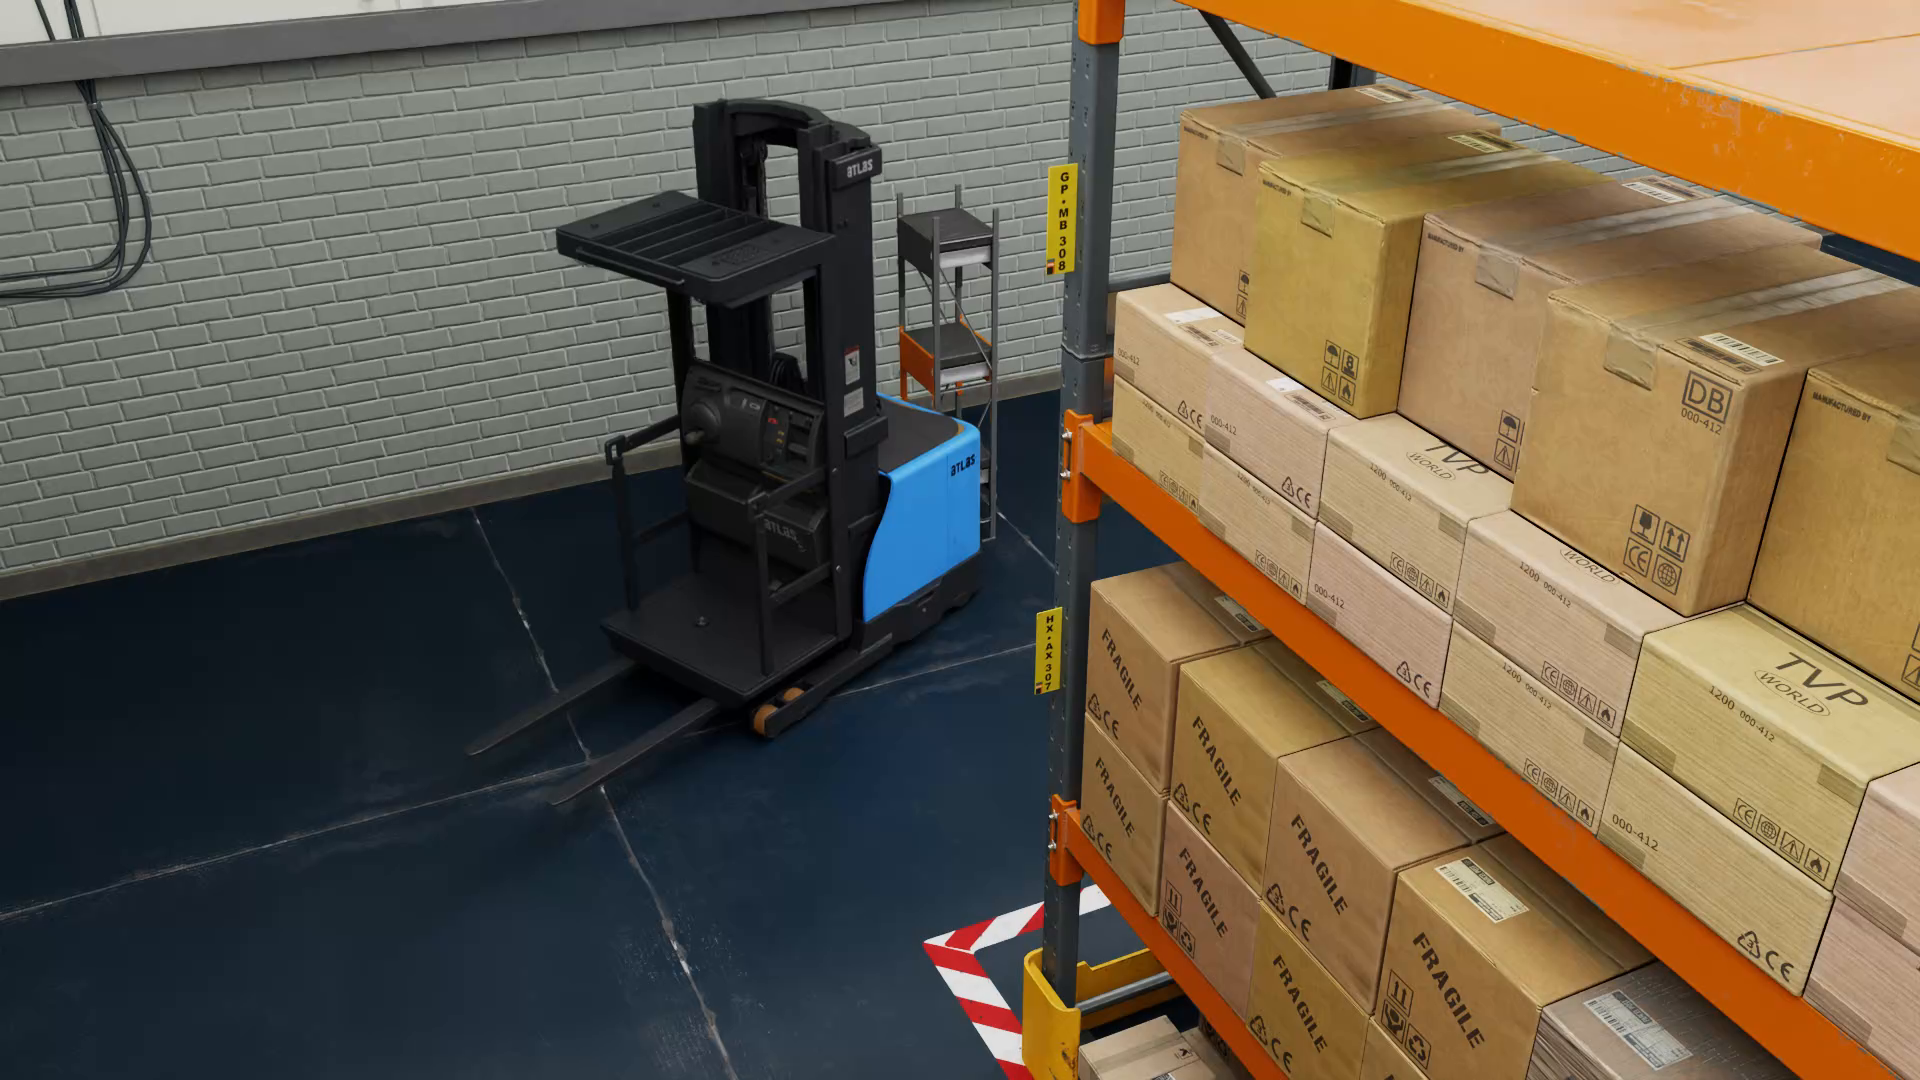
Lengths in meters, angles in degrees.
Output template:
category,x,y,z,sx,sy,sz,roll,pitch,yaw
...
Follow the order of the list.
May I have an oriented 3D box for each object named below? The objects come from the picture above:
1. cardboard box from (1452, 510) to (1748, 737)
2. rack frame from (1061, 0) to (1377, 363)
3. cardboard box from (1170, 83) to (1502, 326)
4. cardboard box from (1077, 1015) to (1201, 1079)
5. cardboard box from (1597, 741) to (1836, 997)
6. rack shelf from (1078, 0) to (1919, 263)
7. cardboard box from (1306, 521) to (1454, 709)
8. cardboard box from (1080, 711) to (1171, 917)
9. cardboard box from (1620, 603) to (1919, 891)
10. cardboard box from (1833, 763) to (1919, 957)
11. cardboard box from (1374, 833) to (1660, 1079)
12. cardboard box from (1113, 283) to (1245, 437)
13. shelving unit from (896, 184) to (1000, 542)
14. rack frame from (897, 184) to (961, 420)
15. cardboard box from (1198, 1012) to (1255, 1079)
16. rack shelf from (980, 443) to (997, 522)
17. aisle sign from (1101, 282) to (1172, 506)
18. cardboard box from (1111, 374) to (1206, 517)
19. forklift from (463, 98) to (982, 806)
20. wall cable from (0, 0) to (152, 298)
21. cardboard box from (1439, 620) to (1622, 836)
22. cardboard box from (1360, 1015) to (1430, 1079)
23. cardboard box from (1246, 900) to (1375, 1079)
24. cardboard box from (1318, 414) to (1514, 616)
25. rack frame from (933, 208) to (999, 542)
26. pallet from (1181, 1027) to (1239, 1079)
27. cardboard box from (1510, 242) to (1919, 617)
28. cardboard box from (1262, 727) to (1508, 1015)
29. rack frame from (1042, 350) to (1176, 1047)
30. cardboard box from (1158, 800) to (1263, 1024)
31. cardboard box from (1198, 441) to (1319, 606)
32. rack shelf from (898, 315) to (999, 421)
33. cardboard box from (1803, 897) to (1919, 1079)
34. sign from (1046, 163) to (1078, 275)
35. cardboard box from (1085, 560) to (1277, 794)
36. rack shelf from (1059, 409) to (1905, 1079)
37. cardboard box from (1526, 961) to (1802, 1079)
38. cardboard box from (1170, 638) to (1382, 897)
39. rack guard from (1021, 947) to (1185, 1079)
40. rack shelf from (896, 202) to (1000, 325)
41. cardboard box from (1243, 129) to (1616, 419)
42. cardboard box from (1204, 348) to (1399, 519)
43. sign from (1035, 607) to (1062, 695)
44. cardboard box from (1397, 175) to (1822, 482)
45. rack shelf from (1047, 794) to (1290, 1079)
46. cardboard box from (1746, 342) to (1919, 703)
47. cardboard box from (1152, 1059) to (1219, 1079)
category,x,y,z,sx,sy,sz,roll,pitch,yaw
cardboard box,1.416,0.123,3.512,0.500,0.250,0.500,-13,32,-22
rack frame,0.791,-1.978,4.549,1.000,3.000,0.127,-13,32,-22
cardboard box,1.026,-0.926,4.616,0.700,0.500,0.500,-13,32,-22
cardboard box,0.660,1.948,6.148,0.380,0.149,0.250,-13,32,-22
cardboard box,1.632,0.562,3.241,0.500,0.250,0.500,-13,32,-22
rack shelf,1.649,-0.779,3.151,1.077,0.370,4.000,-13,32,-22
cardboard box,1.201,0.120,4.028,0.500,0.250,0.500,-13,32,-22
cardboard box,0.743,0.847,5.544,0.500,0.500,0.500,-12,32,-21
cardboard box,1.630,0.344,3.118,0.500,0.250,0.500,-13,32,-22
cardboard box,1.842,0.565,2.723,0.500,0.250,0.500,-13,32,-22
cardboard box,1.404,1.086,4.095,0.500,0.500,0.500,-13,32,-22
cardboard box,0.776,-0.541,4.695,0.500,0.250,0.500,-13,32,-22
shelving unit,-0.071,-0.989,9.840,0.431,2.100,0.503,-13,32,-22
rack frame,-0.176,-1.097,10.032,0.400,2.100,0.015,-13,32,-22
cardboard box,1.247,1.726,6.184,0.500,0.500,0.500,-13,32,-22
rack shelf,-0.071,-0.367,10.189,0.431,0.518,0.480,-13,32,-22
aisle sign,0.496,-0.464,5.325,0.394,0.787,0.004,-13,32,-22
cardboard box,0.782,-0.324,4.820,0.500,0.250,0.500,-13,32,-22
forklift,-1.181,-0.550,8.207,1.130,2.935,3.031,21,36,33
wall cable,-5.787,-2.155,8.040,3.097,2.526,0.112,-13,32,-22
cardboard box,1.421,0.340,3.636,0.500,0.250,0.500,-13,32,-22
cardboard box,1.395,1.517,4.349,0.500,0.500,0.500,-13,32,-21
cardboard box,1.182,1.296,4.743,0.500,0.500,0.500,-13,32,-22
cardboard box,1.205,-0.099,3.907,0.500,0.250,0.500,-13,32,-22
rack frame,0.034,-0.881,9.648,0.400,2.100,0.015,-13,32,-22
pallet,1.167,2.241,6.011,1.003,0.211,1.213,-13,32,-22
cardboard box,1.606,-0.248,3.407,0.700,0.500,0.500,-13,32,-22
cardboard box,1.185,0.862,4.495,0.500,0.500,0.500,-13,32,-21
rack frame,0.791,0.639,6.017,1.000,3.000,0.127,-13,32,-22
cardboard box,0.969,1.073,5.140,0.500,0.500,0.500,-13,32,-22
cardboard box,0.985,-0.100,4.421,0.500,0.250,0.500,-13,32,-22
rack shelf,-0.071,-0.977,9.846,0.431,0.518,0.480,-13,32,-22
cardboard box,1.854,0.781,2.850,0.500,0.250,0.500,-13,32,-22
sign,0.301,-0.937,4.866,0.100,0.325,0.005,-13,32,-22
cardboard box,0.743,0.410,5.299,0.500,0.500,0.500,-12,31,-20
rack shelf,1.649,0.528,3.884,1.077,0.370,4.000,-13,32,-22
cardboard box,1.619,1.309,3.698,0.500,0.500,0.500,-13,32,-22
cardboard box,0.974,0.640,4.891,0.500,0.500,0.500,-13,32,-21
rack guard,0.823,1.763,6.568,1.175,0.500,0.348,-13,32,-22
rack shelf,-0.071,-1.588,9.504,0.431,0.518,0.480,-13,32,-22
cardboard box,1.164,-0.687,4.190,0.700,0.500,0.500,-13,32,-22
cardboard box,0.984,-0.318,4.299,0.500,0.250,0.500,-13,32,-22
sign,0.301,0.375,5.602,0.100,0.325,0.005,-13,32,-22
cardboard box,1.476,-0.489,3.836,0.700,0.500,0.500,-13,32,-22
rack shelf,1.649,1.836,4.617,1.077,0.370,4.000,-13,32,-22
cardboard box,1.958,-0.059,3.070,0.700,0.500,0.500,-13,32,-22
cardboard box,0.767,2.050,5.947,0.380,0.166,0.250,-13,32,-22
